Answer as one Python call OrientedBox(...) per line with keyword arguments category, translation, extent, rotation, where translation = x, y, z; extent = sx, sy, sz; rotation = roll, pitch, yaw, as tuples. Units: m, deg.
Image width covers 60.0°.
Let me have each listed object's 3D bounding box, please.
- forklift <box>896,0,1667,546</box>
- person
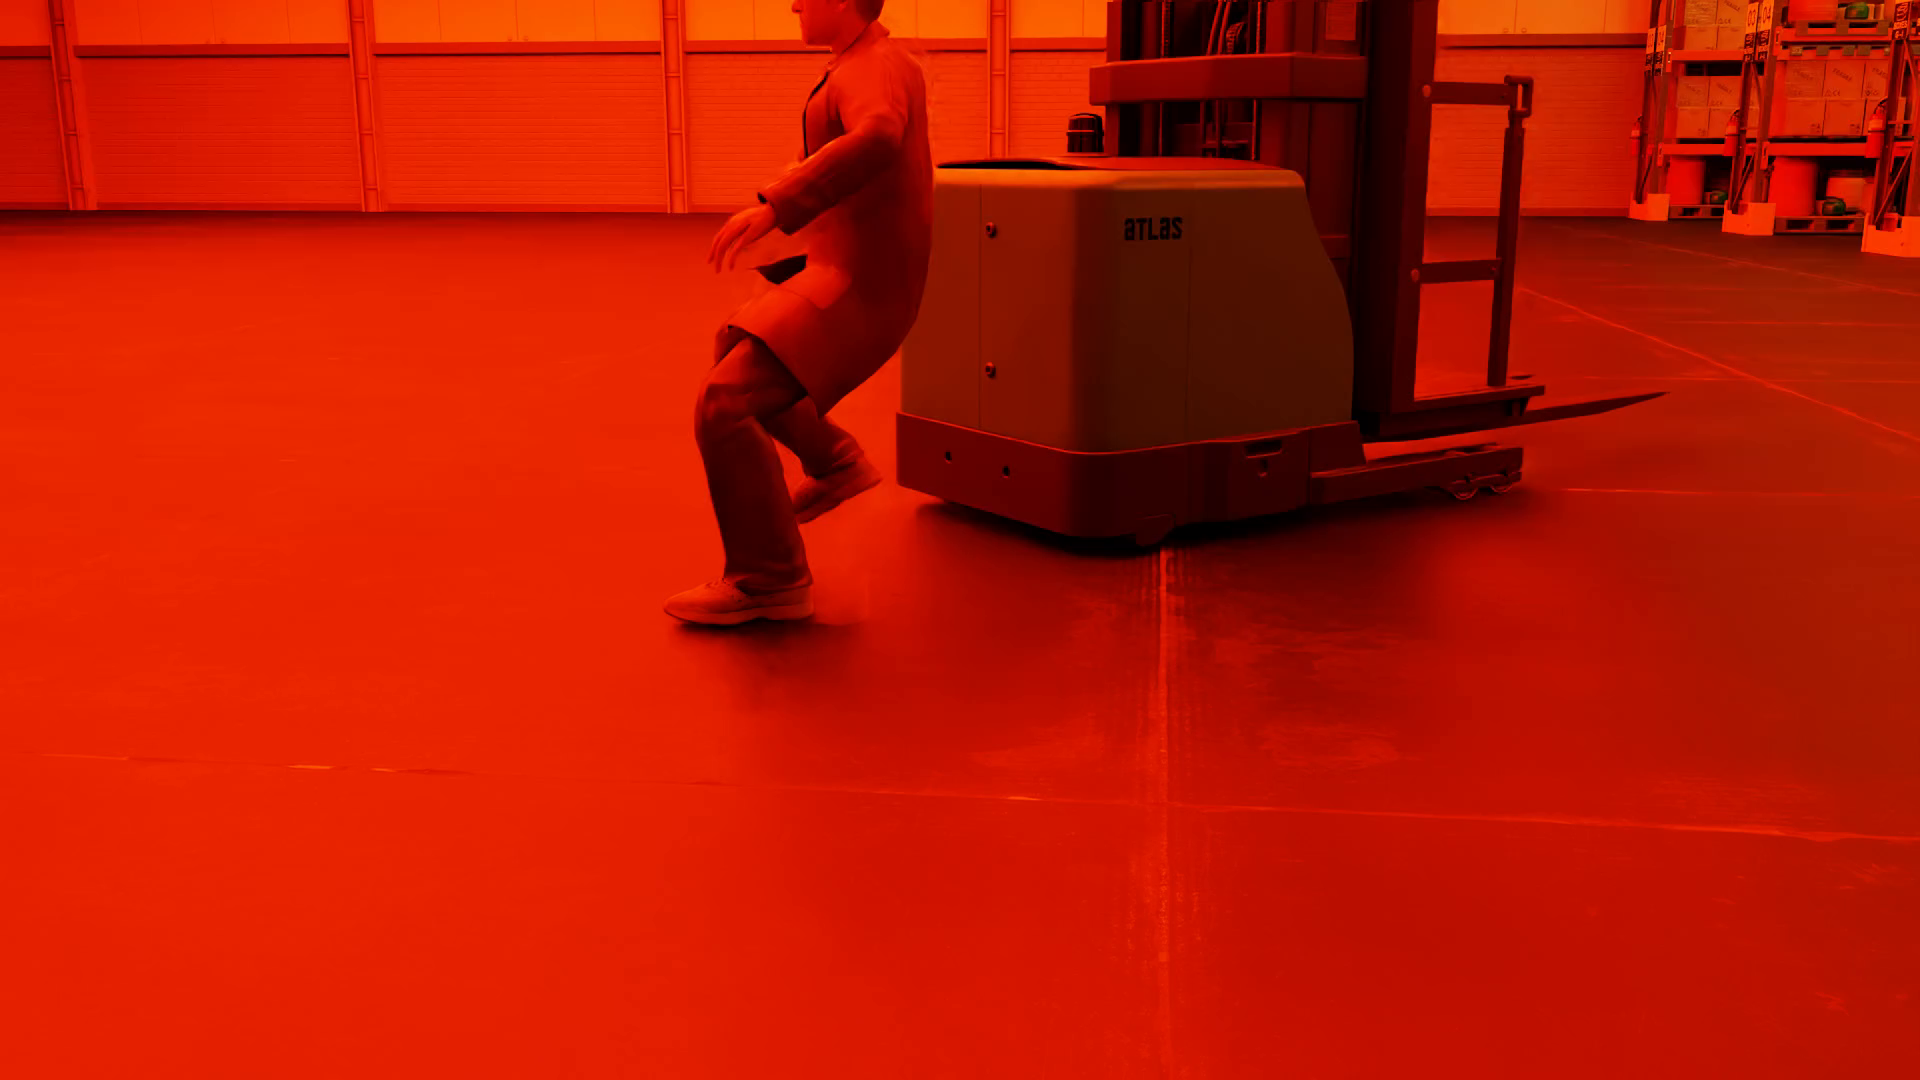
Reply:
OrientedBox(category="forklift", translation=(1.294, -1.648, 5.556), extent=(3.031, 2.935, 1.130), rotation=(-9, 16, -34))
OrientedBox(category="person", translation=(-0.380, -0.638, 4.123), extent=(0.609, 1.614, 1.089), rotation=(2, 13, 7))
